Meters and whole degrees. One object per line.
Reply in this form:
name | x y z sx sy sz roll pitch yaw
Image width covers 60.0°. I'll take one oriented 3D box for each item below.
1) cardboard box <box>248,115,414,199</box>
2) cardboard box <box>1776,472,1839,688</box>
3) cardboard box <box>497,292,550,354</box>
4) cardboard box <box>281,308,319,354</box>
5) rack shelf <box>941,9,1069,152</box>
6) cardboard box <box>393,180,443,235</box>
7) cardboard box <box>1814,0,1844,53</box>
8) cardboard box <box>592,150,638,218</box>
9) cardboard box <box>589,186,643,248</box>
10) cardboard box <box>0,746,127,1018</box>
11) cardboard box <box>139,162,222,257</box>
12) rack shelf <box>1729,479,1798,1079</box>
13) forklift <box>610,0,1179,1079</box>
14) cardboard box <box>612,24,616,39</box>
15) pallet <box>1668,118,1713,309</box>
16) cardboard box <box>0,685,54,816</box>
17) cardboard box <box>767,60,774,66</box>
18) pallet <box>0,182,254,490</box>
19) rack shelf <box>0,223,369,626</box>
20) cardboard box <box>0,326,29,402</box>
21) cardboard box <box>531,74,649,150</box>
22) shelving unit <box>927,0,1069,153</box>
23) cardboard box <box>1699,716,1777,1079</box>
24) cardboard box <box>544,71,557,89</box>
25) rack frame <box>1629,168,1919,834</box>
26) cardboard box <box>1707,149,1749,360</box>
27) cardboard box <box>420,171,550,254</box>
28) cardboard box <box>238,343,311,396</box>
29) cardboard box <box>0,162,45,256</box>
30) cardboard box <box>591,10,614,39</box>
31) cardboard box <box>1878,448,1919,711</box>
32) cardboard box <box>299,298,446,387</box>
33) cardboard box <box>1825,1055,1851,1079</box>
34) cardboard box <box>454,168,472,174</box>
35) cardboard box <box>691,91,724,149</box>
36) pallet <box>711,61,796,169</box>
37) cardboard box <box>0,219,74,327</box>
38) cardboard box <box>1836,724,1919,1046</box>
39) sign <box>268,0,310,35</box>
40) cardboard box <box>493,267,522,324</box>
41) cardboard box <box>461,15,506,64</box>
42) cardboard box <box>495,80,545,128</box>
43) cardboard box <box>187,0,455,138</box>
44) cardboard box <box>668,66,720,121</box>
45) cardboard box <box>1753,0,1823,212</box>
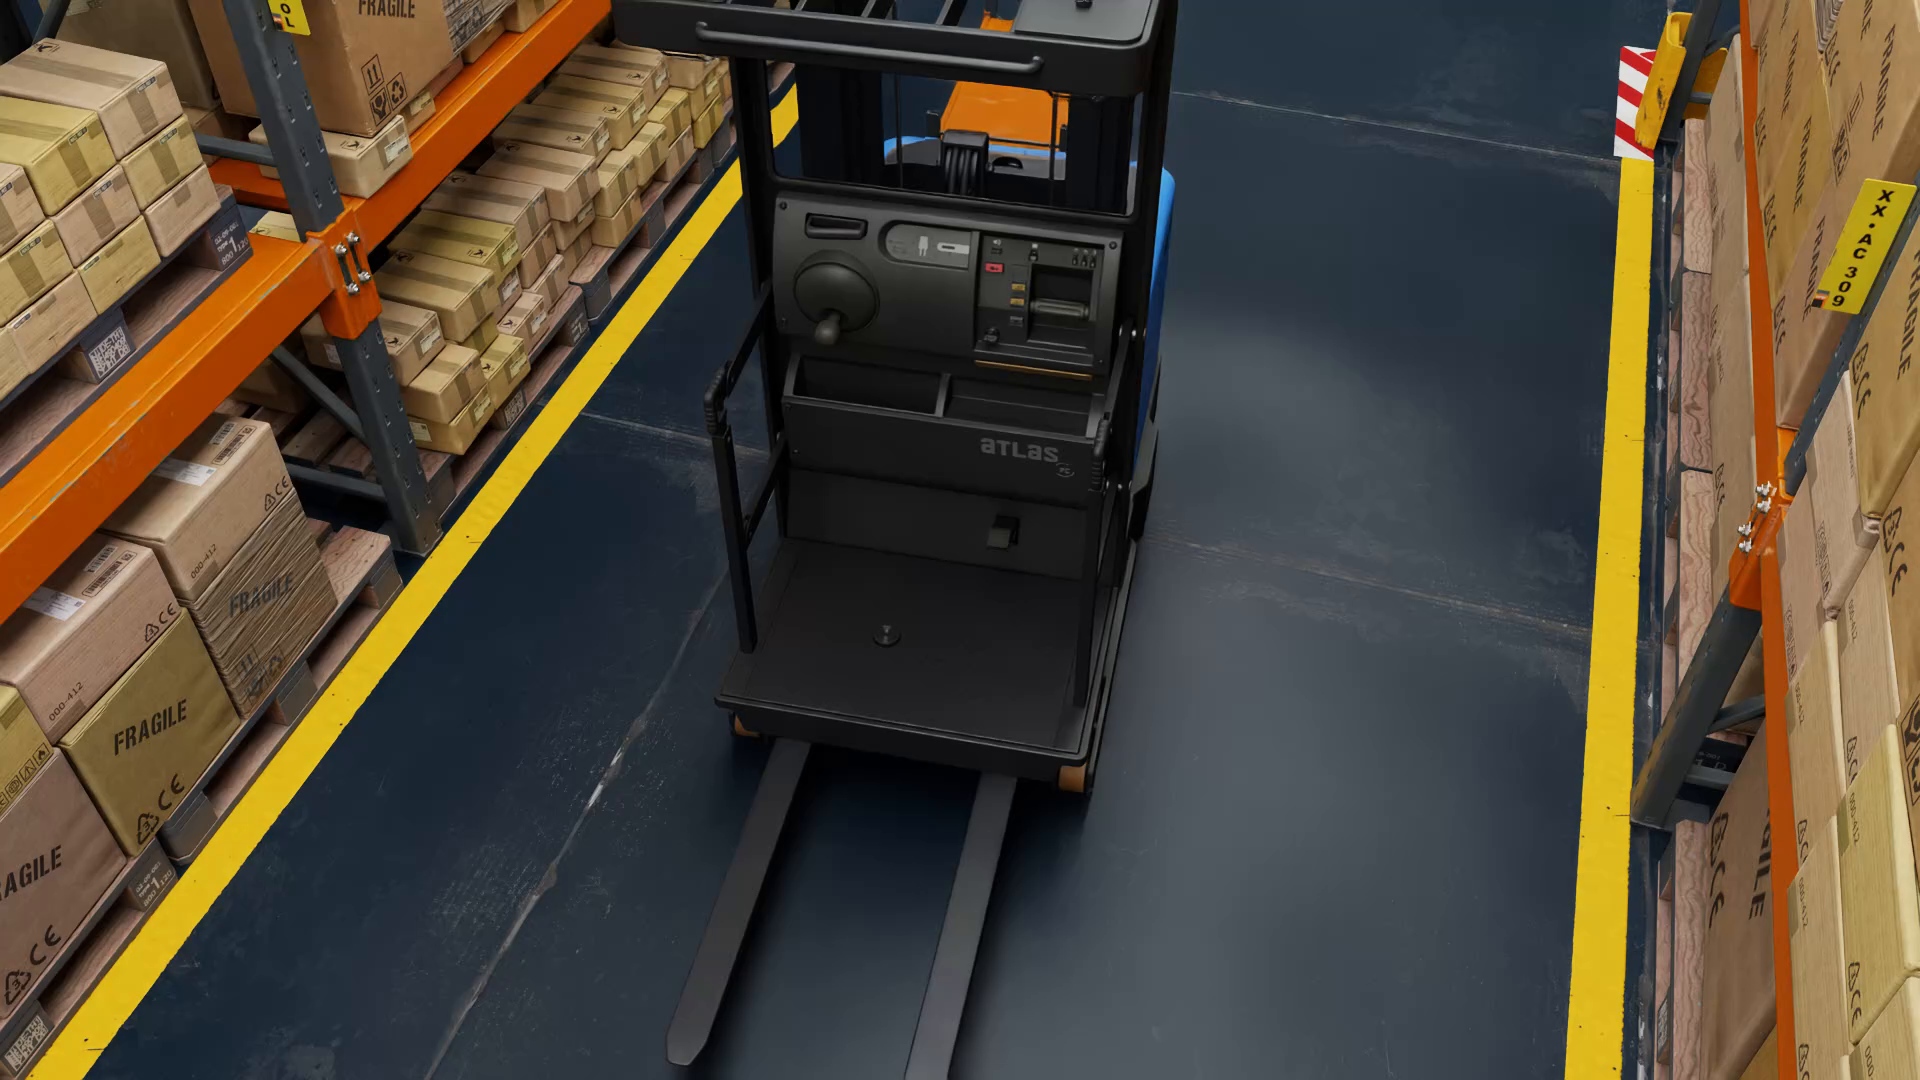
cardboard box | -1.885 -1.183 4.994 0.380 0.149 0.250 14 46 14
cardboard box | 2.081 0.119 3.591 0.500 0.250 0.500 12 46 12
cardboard box | -1.760 -0.813 6.174 0.380 0.149 0.250 12 46 12
cardboard box | -2.423 -0.789 5.724 0.380 0.149 0.250 14 46 14
rack shelf | 0.241 -1.574 6.135 0.538 0.278 1.000 8 45 9
cardboard box | -2.162 -1.292 6.238 0.380 0.149 0.250 14 46 14
cardboard box | 2.652 -1.616 4.470 0.500 0.500 0.500 13 46 13
cardboard box | -1.510 -1.435 6.597 0.380 0.149 0.250 12 46 12
cardboard box | -1.512 -1.332 6.705 0.380 0.149 0.250 11 46 11
cardboard box | -2.582 0.820 4.254 0.500 0.500 0.500 12 46 12
cardboard box | -2.214 -0.907 4.411 0.380 0.149 0.250 12 46 12
rack shelf | 1.860 1.418 2.670 1.077 0.370 4.000 13 46 13
forklift | -0.085 -0.585 4.252 1.130 2.935 3.031 8 45 9
cardboard box | -1.601 -2.409 7.593 0.380 0.149 0.250 13 46 13
pallet | 3.509 -1.292 6.919 1.003 0.211 1.213 13 46 13
cardboard box | -2.582 0.567 3.976 0.500 0.250 0.500 11 45 11
cardboard box | -1.013 -2.363 7.758 0.380 0.149 0.250 14 46 14
pallet | -2.653 -0.606 4.362 1.003 0.211 1.213 13 46 13
rack shelf | -2.888 0.437 3.673 1.077 0.370 4.000 13 46 13
cardboard box | -2.446 -0.401 3.894 0.380 0.149 0.250 10 45 10
cardboard box | -1.483 -1.719 6.675 0.380 0.149 0.250 13 46 13
shelving unit | 0.241 -1.364 6.340 0.538 1.125 1.048 8 45 9
cardboard box | 2.354 0.868 3.938 0.875 0.875 0.875 14 46 14
cardboard box | -1.815 -1.875 7.047 0.380 0.149 0.250 15 46 15
rack frame | 2.466 -0.172 3.781 1.000 3.000 0.127 13 46 13
cardboard box | 3.303 -1.000 6.159 0.875 0.438 0.875 14 46 14
cardboard box | -1.754 -1.211 6.156 0.380 0.149 0.250 11 46 11
cardboard box | -2.490 -0.668 5.813 0.380 0.149 0.250 13 46 13
cardboard box | -2.379 -0.766 3.842 0.380 0.149 0.250 11 45 11
cardboard box | -1.717 -2.353 7.322 0.380 0.149 0.250 10 45 11
cardboard box | 1.931 0.012 2.806 0.500 0.500 0.500 12 46 12
cardboard box | -1.981 -0.683 5.616 0.380 0.149 0.250 14 46 14
cardboard box | 1.595 1.134 2.554 0.500 0.250 0.500 12 46 12
cardboard box | -2.128 -1.354 6.514 0.380 0.149 0.250 14 46 13
cardboard box | -1.255 -1.854 7.238 0.380 0.149 0.250 11 45 11
pallet | -1.374 -2.238 7.886 1.003 0.211 1.213 13 46 13
cardboard box | -2.372 -0.672 3.959 0.380 0.149 0.250 14 46 14
cardboard box | 1.754 0.621 2.721 0.500 0.250 0.500 13 46 13
sign | -1.753 -1.452 4.261 0.100 0.325 0.005 13 46 13
cardboard box | -1.837 -0.922 6.073 0.380 0.149 0.250 12 46 12
cardboard box | -1.759 -1.739 5.562 0.380 0.149 0.250 11 45 11
cardboard box | -1.918 -1.817 6.774 0.380 0.149 0.250 13 46 13
cardboard box | -1.893 -1.572 4.927 0.500 0.500 0.500 12 46 12
cardboard box | -1.259 -1.950 7.123 0.380 0.149 0.250 13 46 13
cardboard box | 2.651 -1.253 4.815 0.500 0.500 0.500 12 46 12
